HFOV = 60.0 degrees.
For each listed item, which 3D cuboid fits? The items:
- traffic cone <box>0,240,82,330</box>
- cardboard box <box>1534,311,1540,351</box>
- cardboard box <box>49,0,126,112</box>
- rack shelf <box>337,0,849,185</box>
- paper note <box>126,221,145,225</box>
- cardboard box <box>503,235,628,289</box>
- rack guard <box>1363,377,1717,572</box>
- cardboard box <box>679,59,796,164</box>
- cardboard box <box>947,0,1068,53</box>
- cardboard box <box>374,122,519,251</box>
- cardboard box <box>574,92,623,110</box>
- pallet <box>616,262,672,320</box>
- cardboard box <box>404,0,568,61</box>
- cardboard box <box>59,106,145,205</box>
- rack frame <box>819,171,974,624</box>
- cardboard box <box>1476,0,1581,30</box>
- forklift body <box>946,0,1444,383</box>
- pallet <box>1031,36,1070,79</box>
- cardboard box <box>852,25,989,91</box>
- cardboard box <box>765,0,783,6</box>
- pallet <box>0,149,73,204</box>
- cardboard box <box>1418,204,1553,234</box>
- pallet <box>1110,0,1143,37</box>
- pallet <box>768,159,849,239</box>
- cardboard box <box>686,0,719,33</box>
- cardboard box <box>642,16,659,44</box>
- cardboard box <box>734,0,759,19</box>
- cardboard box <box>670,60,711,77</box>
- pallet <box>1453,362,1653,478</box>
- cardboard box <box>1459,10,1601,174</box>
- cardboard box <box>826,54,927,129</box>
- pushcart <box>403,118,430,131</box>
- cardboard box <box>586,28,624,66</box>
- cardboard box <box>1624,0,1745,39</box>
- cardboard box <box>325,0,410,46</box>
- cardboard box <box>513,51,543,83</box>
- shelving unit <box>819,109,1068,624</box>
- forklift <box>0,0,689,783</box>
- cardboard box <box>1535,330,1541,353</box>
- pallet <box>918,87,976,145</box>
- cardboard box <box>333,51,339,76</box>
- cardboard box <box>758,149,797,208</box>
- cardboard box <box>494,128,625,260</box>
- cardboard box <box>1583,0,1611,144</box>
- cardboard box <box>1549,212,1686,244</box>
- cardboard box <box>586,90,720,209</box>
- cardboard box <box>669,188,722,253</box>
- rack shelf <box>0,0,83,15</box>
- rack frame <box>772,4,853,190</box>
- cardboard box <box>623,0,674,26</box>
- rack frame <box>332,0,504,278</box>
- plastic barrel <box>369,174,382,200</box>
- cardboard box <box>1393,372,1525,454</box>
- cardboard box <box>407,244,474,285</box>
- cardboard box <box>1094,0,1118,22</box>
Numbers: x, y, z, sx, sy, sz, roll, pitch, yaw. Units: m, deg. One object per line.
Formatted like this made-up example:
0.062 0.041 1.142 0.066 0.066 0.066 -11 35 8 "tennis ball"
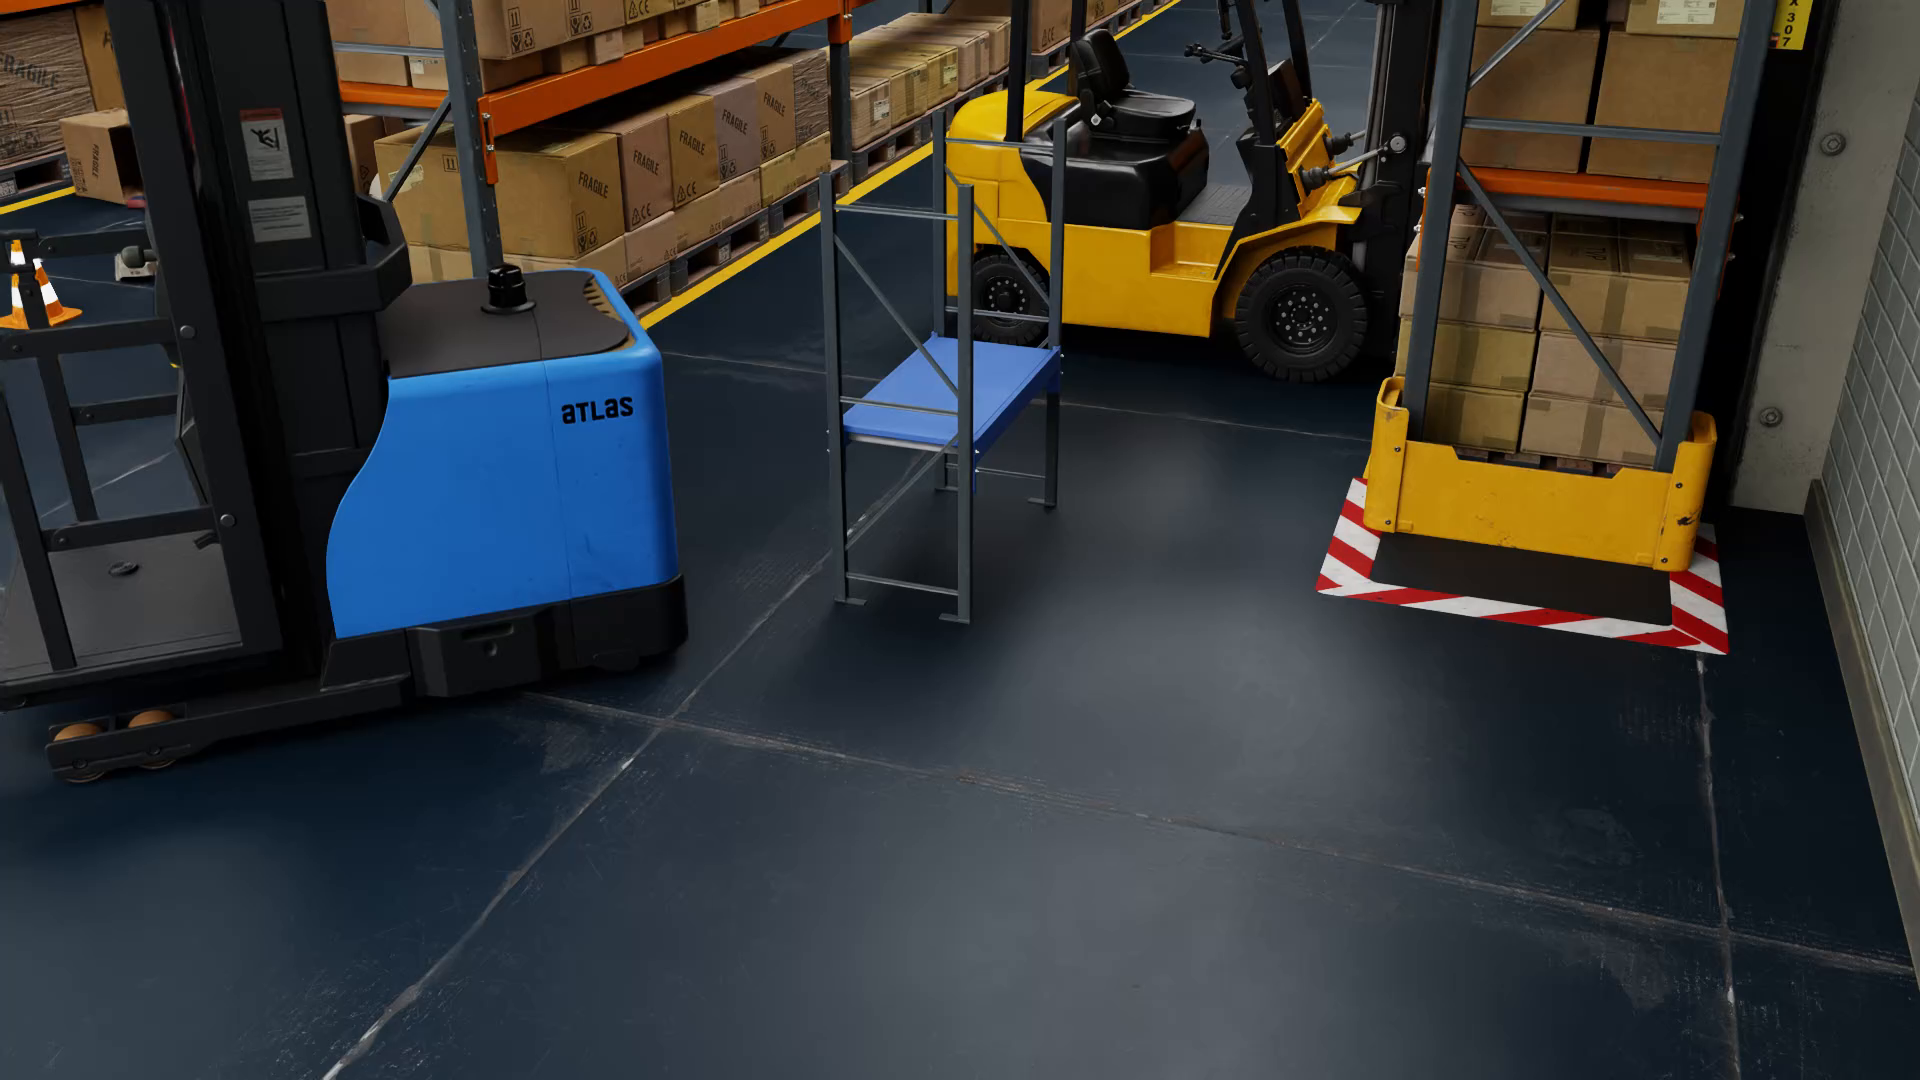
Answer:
-4.769 -1.353 8.514 0.336 0.463 0.334 9 27 17 "traffic cone"
2.191 -1.018 7.010 0.500 0.250 0.500 8 27 17 "cardboard box"
-6.181 -3.414 11.816 0.875 0.875 0.875 9 27 18 "cardboard box"
-1.870 -2.608 9.020 1.077 0.370 4.000 9 27 17 "rack shelf"
-5.097 -1.962 10.291 0.123 0.001 0.032 -20 33 -36 "paper note"
-2.006 -1.353 8.275 0.500 0.250 0.500 9 27 17 "cardboard box"
2.138 -0.257 6.206 1.175 0.500 0.348 9 27 17 "rack guard"
-1.316 -2.551 9.890 0.500 0.500 0.500 9 27 18 "cardboard box"
0.435 -4.902 14.888 0.875 0.875 0.875 8 27 17 "cardboard box"
-2.515 -1.766 8.268 0.500 0.500 0.500 9 27 18 "cardboard box"
-2.170 -2.187 9.138 0.500 0.500 0.500 8 27 16 "cardboard box"
-2.207 -1.215 8.517 1.003 0.211 1.213 9 27 17 "pallet"
-2.117 -2.443 7.398 0.500 0.500 0.500 8 27 17 "cardboard box"
-5.455 -2.519 10.877 0.500 0.500 0.500 14 29 26 "cardboard box"
-0.198 -0.431 5.419 0.500 1.500 0.032 9 27 17 "rack frame"
1.997 -1.912 5.897 0.380 0.149 0.250 9 27 18 "cardboard box"
1.057 -2.053 8.023 2.313 2.155 1.214 9 27 17 "forklift body"
0.460 -4.455 15.210 1.003 0.211 1.213 9 27 17 "pallet"
-0.309 -3.869 13.331 0.950 0.372 0.625 8 27 16 "cardboard box"
-1.261 -3.265 9.839 0.380 0.149 0.250 9 27 18 "cardboard box"
-6.637 -2.371 10.904 1.003 0.211 1.213 9 27 17 "pallet"
2.170 -1.238 6.891 0.500 0.250 0.500 9 27 18 "cardboard box"
1.272 -5.458 17.281 1.003 0.211 1.213 9 27 17 "pallet"
-1.395 -2.217 10.588 1.003 0.211 1.213 9 27 17 "pallet"
-1.524 -2.834 8.950 0.380 0.149 0.250 9 27 18 "cardboard box"
-1.779 -2.636 8.540 0.380 0.149 0.250 10 27 19 "cardboard box"
-1.359 -3.046 9.388 0.380 0.149 0.250 8 27 17 "cardboard box"
-1.823 -2.618 10.027 0.500 0.500 0.500 10 28 20 "cardboard box"
2.361 -0.457 6.951 1.003 0.211 1.213 9 27 17 "pallet"
2.062 -1.677 6.157 0.500 0.500 0.500 8 27 16 "cardboard box"
-0.796 -3.272 12.099 0.950 0.372 0.625 11 28 21 "cardboard box"
-3.371 -2.883 11.772 1.648 0.377 0.936 0 26 -1 "pushcart"
-1.864 -2.407 8.068 0.380 0.149 0.250 9 27 18 "cardboard box"
2.504 -1.830 5.729 0.380 0.149 0.250 8 27 16 "cardboard box"
-2.615 -2.552 7.622 0.500 0.500 0.500 8 27 17 "cardboard box"
-2.157 -2.212 7.665 0.380 0.149 0.250 9 27 18 "cardboard box"
-0.028 -0.640 5.851 0.538 1.500 1.048 9 27 17 "shelving unit"
-2.457 -0.880 4.704 3.031 2.935 1.130 -10 27 -19 "forklift"
2.655 -0.939 6.847 0.500 0.250 0.500 8 27 17 "cardboard box"
-0.543 -3.322 12.868 1.003 0.211 1.213 9 27 17 "pallet"
-5.460 -4.270 13.727 1.050 0.750 0.750 9 27 17 "cardboard box"
-1.316 -2.203 10.031 0.500 0.250 0.500 8 27 16 "cardboard box"
-1.999 -1.700 8.132 0.500 0.500 0.500 8 27 16 "cardboard box"
2.725 -1.817 6.446 0.500 0.500 0.500 10 27 19 "cardboard box"
2.648 -1.169 6.748 0.500 0.250 0.500 9 27 18 "cardboard box"
-1.655 -2.120 9.000 0.500 0.500 0.500 9 27 18 "cardboard box"
-1.660 -1.787 9.173 0.500 0.250 0.500 11 28 21 "cardboard box"
-6.572 -3.284 10.417 1.077 0.370 4.000 9 27 17 "rack shelf"
-1.205 -3.754 10.561 1.000 3.000 0.127 9 27 17 "rack frame"
-1.779 -2.866 8.271 0.500 0.500 0.500 8 27 16 "cardboard box"
-2.536 -2.110 7.165 1.000 3.000 0.127 9 27 17 "rack frame"
-3.276 -2.019 9.933 0.421 0.421 0.512 -14 29 -27 "plastic barrel"
2.005 -0.582 6.683 0.500 0.250 0.500 9 27 18 "cardboard box"
-2.512 -1.442 8.460 0.500 0.250 0.500 9 27 17 "cardboard box"
1.033 -5.635 16.403 0.875 0.875 0.875 10 27 19 "cardboard box"
